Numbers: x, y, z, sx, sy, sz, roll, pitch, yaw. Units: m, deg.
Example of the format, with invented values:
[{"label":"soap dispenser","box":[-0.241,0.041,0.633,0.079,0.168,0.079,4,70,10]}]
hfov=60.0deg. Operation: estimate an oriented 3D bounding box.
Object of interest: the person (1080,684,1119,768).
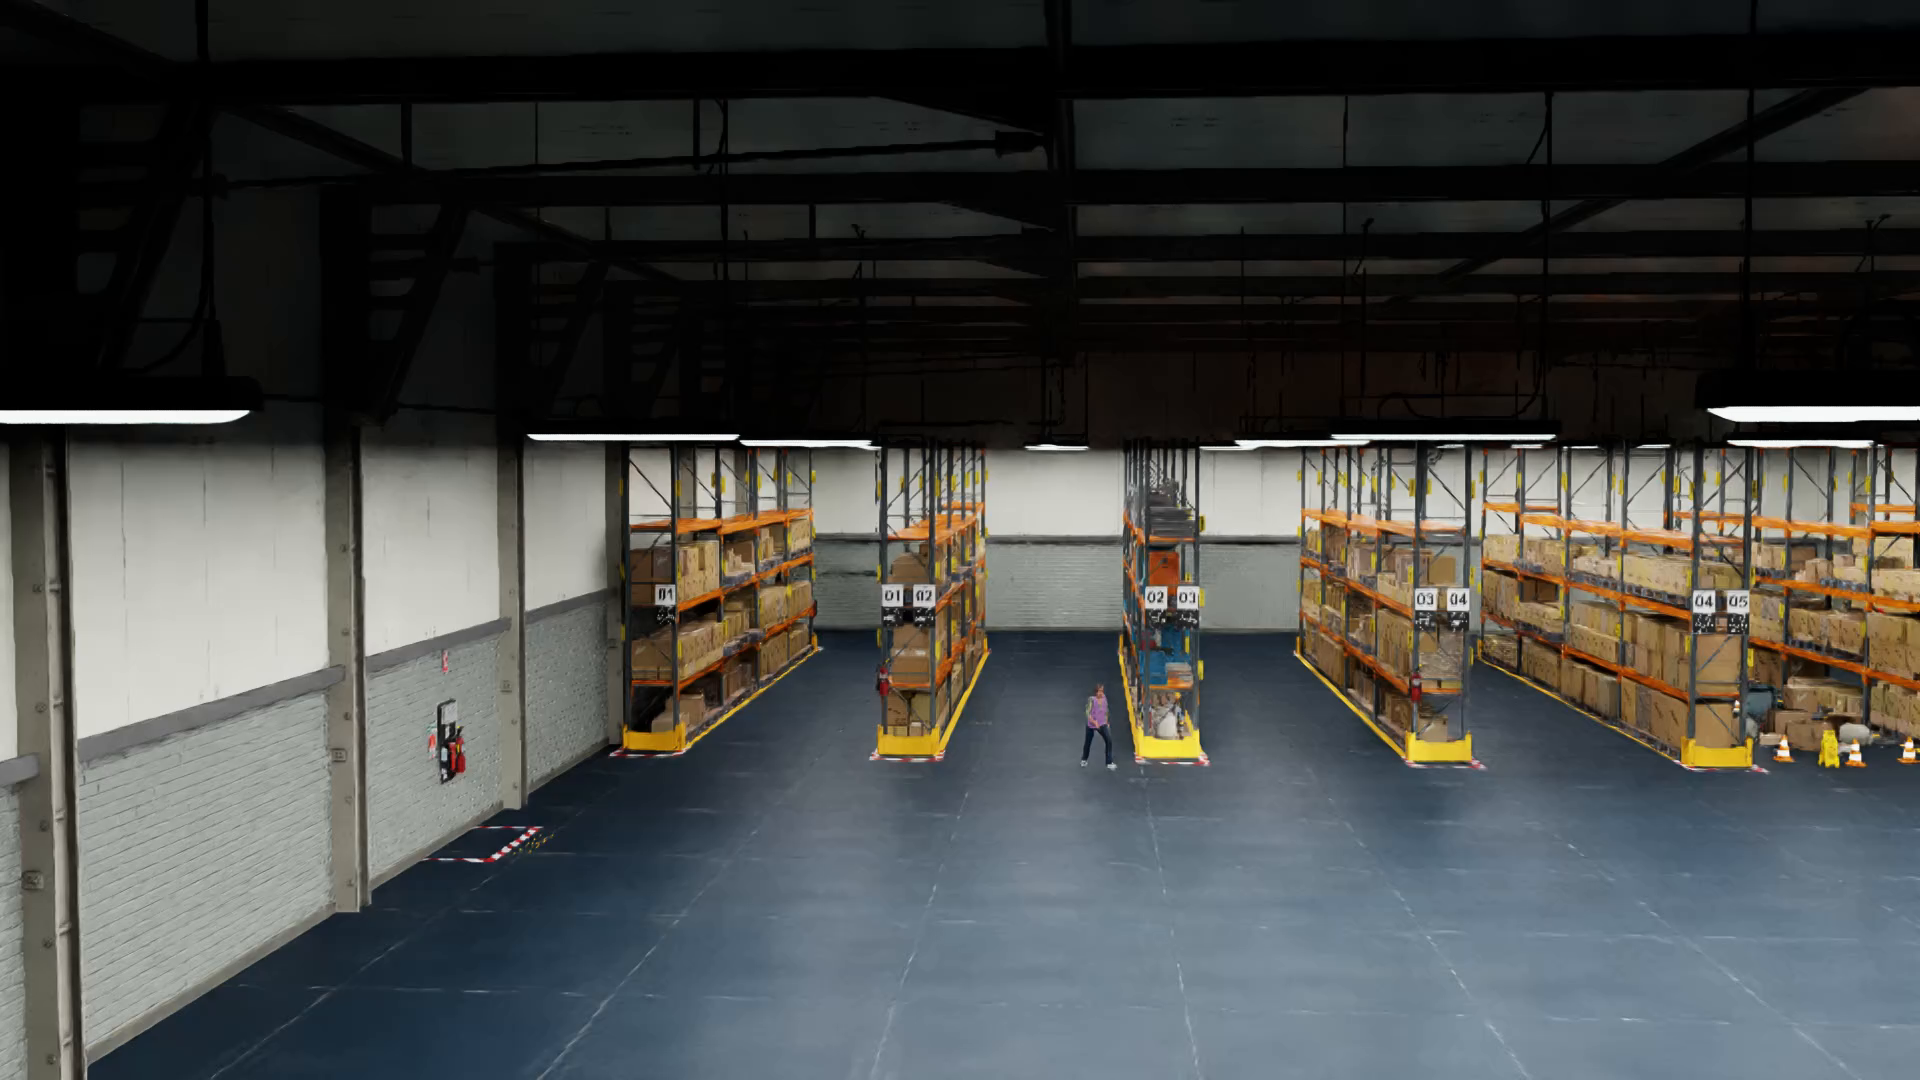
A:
[{"label":"person","box":[2.482,3.341,29.998,0.573,1.532,0.763,-1,3,-15]}]

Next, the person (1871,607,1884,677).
[{"label":"person","box":[23.036,2.582,41.753,0.544,1.788,0.625,1,3,21]}]
